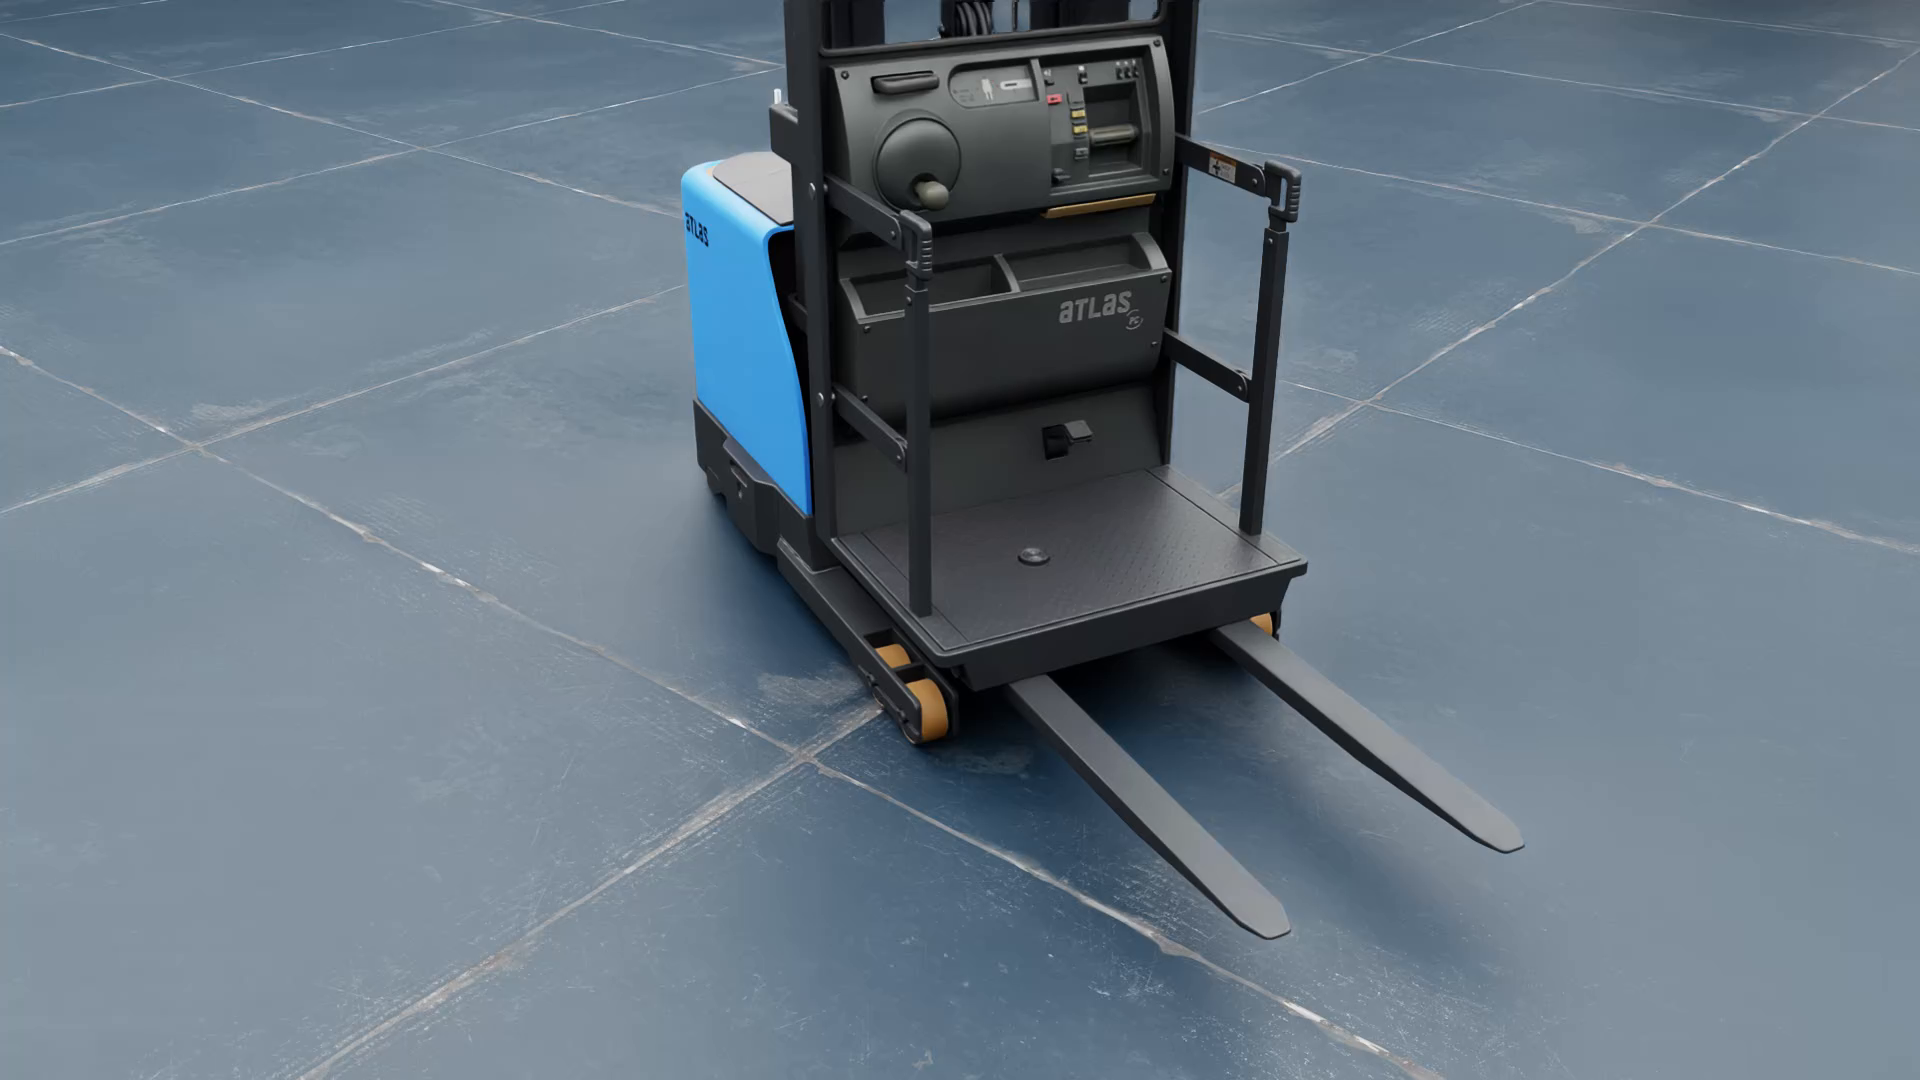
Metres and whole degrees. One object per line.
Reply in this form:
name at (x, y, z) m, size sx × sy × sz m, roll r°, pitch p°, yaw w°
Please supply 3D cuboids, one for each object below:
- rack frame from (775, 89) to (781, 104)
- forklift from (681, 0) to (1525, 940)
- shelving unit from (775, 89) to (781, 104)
rack frame at (-0.558, -0.919, 5.720) m, size 0.015 × 1.200 × 0.240 m, roll -13°, pitch 30°, yaw -23°
forklift at (0.226, -1.013, 4.019) m, size 1.130 × 2.935 × 3.031 m, roll -13°, pitch 30°, yaw -23°
shelving unit at (-0.340, -0.969, 5.816) m, size 0.503 × 1.200 × 0.258 m, roll -13°, pitch 30°, yaw -23°
